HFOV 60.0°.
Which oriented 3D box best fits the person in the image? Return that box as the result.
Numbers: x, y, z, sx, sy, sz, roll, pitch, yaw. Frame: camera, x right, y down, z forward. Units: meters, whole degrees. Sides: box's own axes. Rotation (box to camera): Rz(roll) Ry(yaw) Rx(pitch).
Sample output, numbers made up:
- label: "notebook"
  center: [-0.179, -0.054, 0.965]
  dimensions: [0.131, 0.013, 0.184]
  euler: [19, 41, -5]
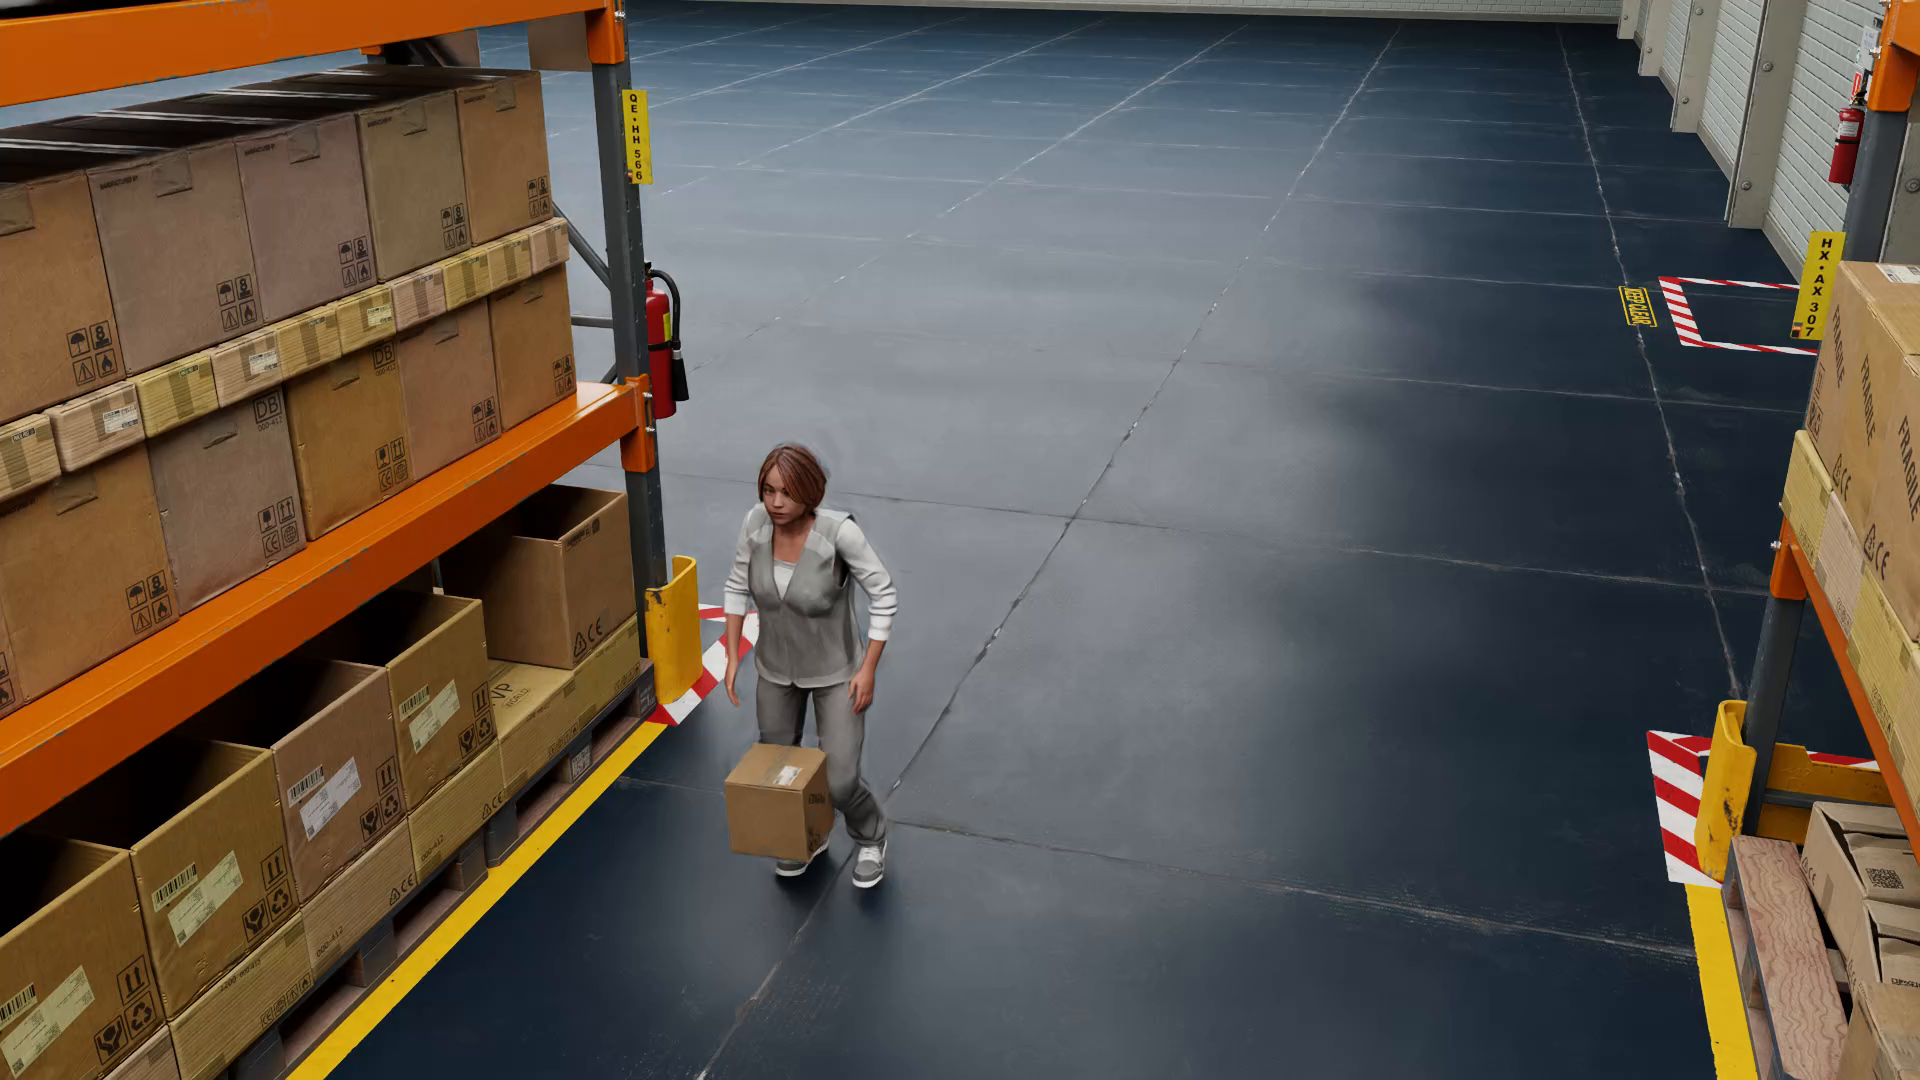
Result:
- label: "person"
  center: [-0.455, 0.405, 5.174]
  dimensions: [0.550, 1.551, 0.478]
  euler: [8, 24, 18]
